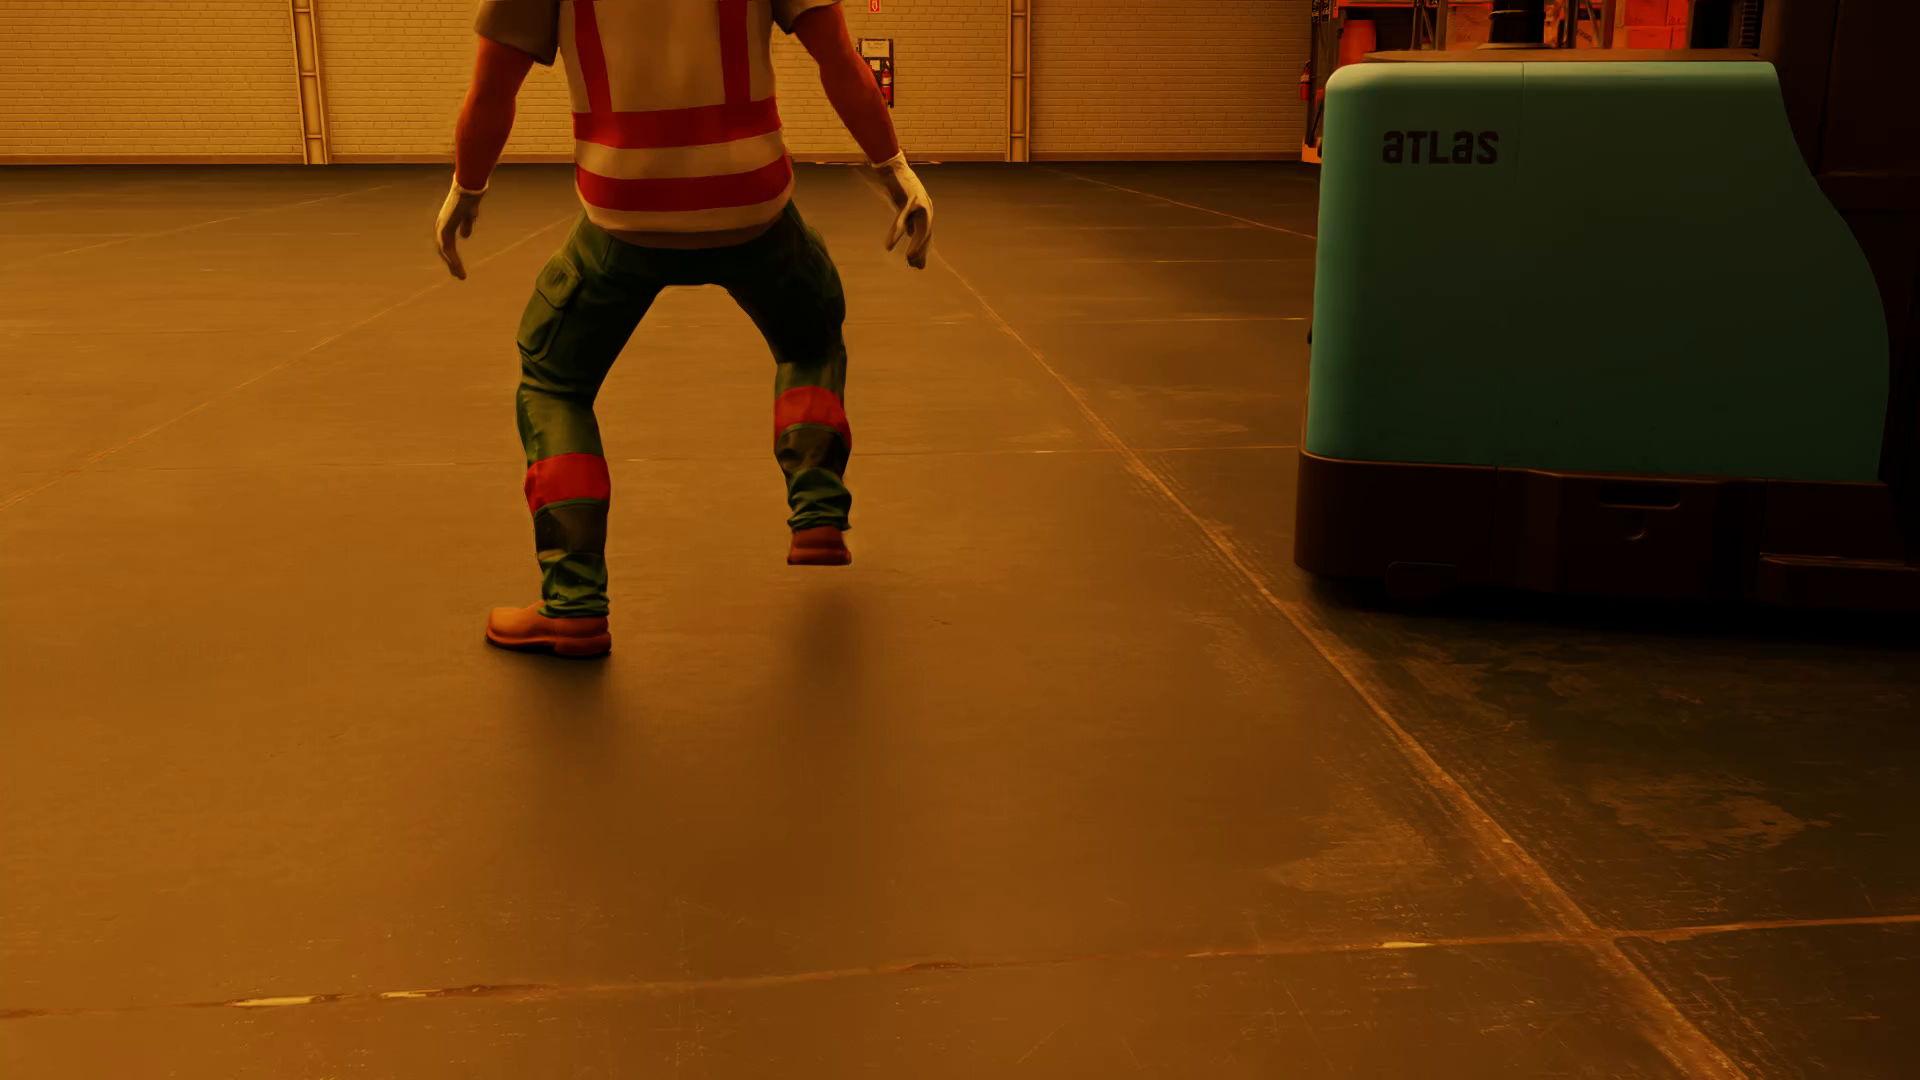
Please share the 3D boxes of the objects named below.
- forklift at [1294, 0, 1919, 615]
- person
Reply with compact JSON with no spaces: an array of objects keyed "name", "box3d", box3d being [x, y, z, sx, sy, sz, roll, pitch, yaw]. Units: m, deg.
[{"name":"forklift","box3d":[2.269,-1.324,3.208,3.031,2.935,1.130,3,15,12]},{"name":"person","box3d":[-0.528,-0.660,3.162,0.949,1.679,0.553,-2,15,-6]}]
